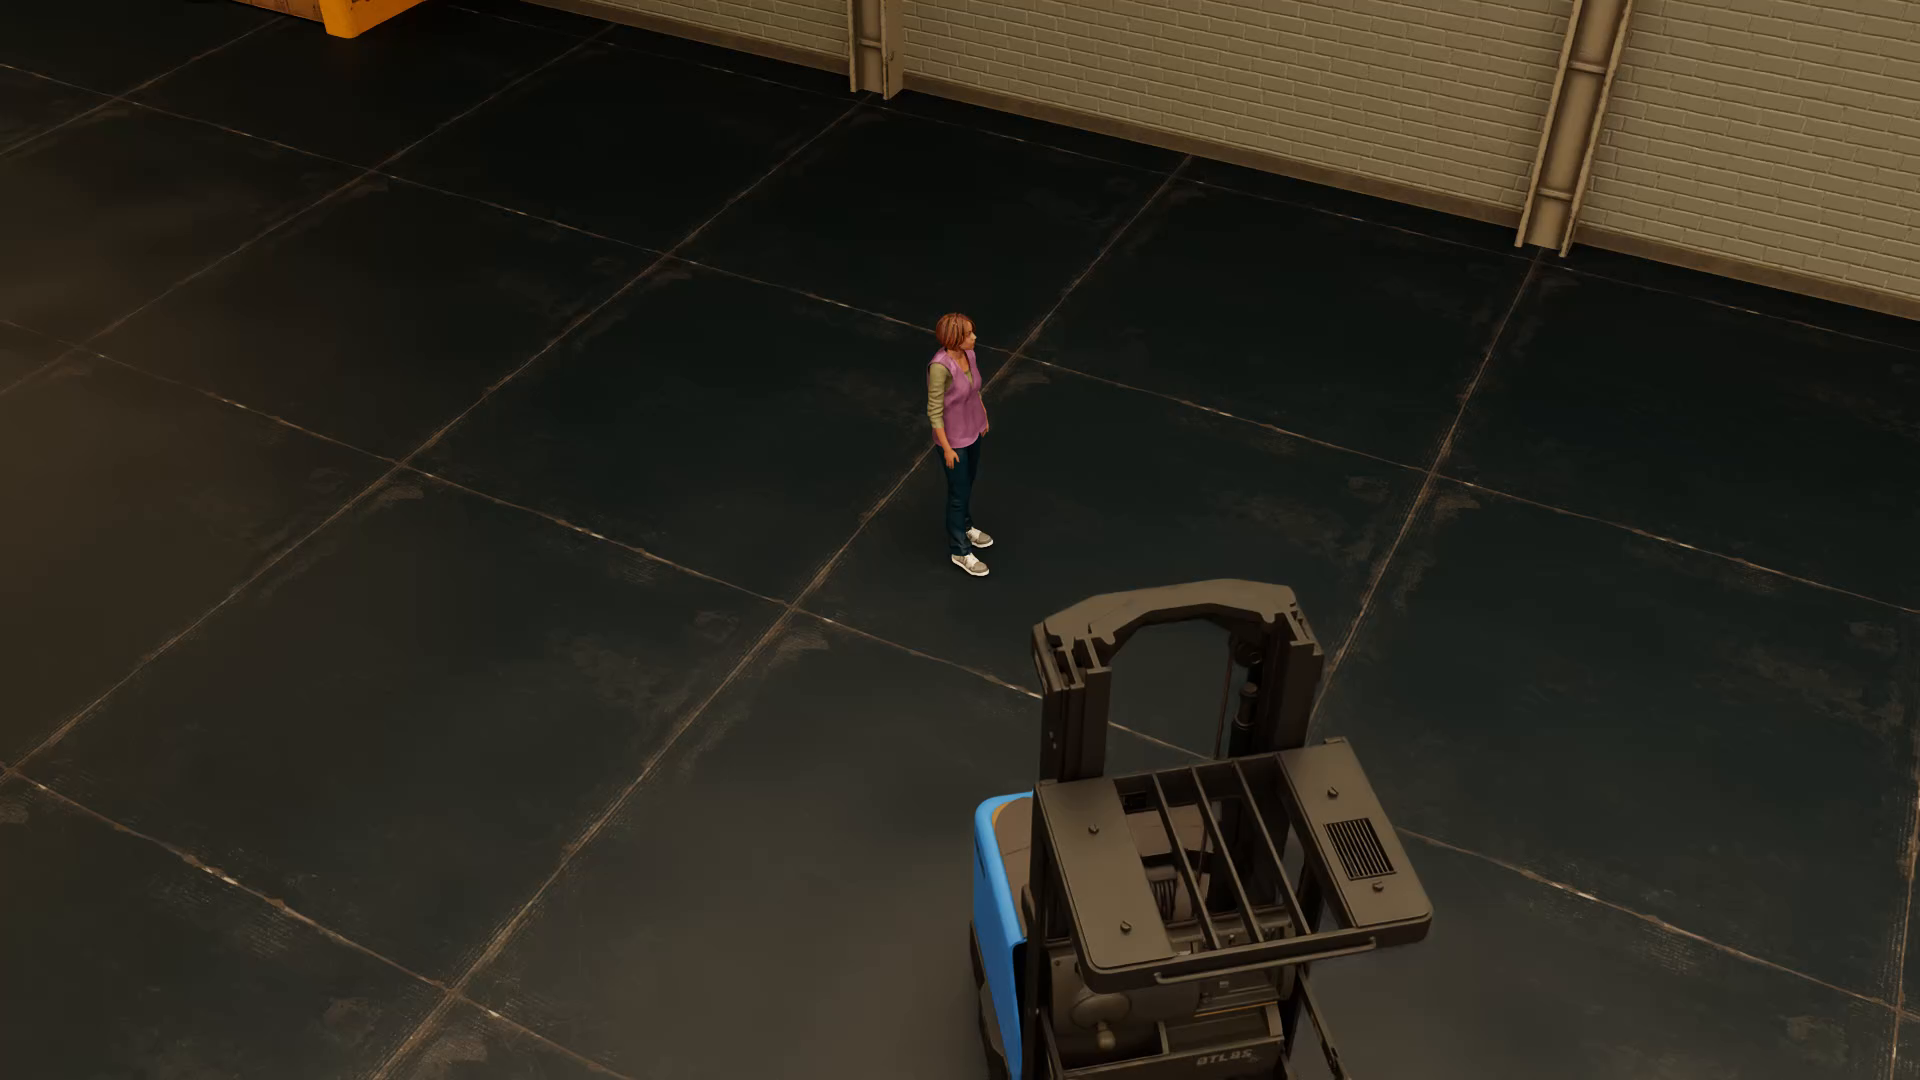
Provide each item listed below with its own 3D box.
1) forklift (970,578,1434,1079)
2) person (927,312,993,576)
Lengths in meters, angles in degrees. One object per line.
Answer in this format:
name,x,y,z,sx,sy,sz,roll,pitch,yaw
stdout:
forklift,0.831,1.705,5.962,1.130,2.935,3.031,-7,41,-8
person,0.060,-0.586,9.706,0.473,1.599,0.520,18,43,21
